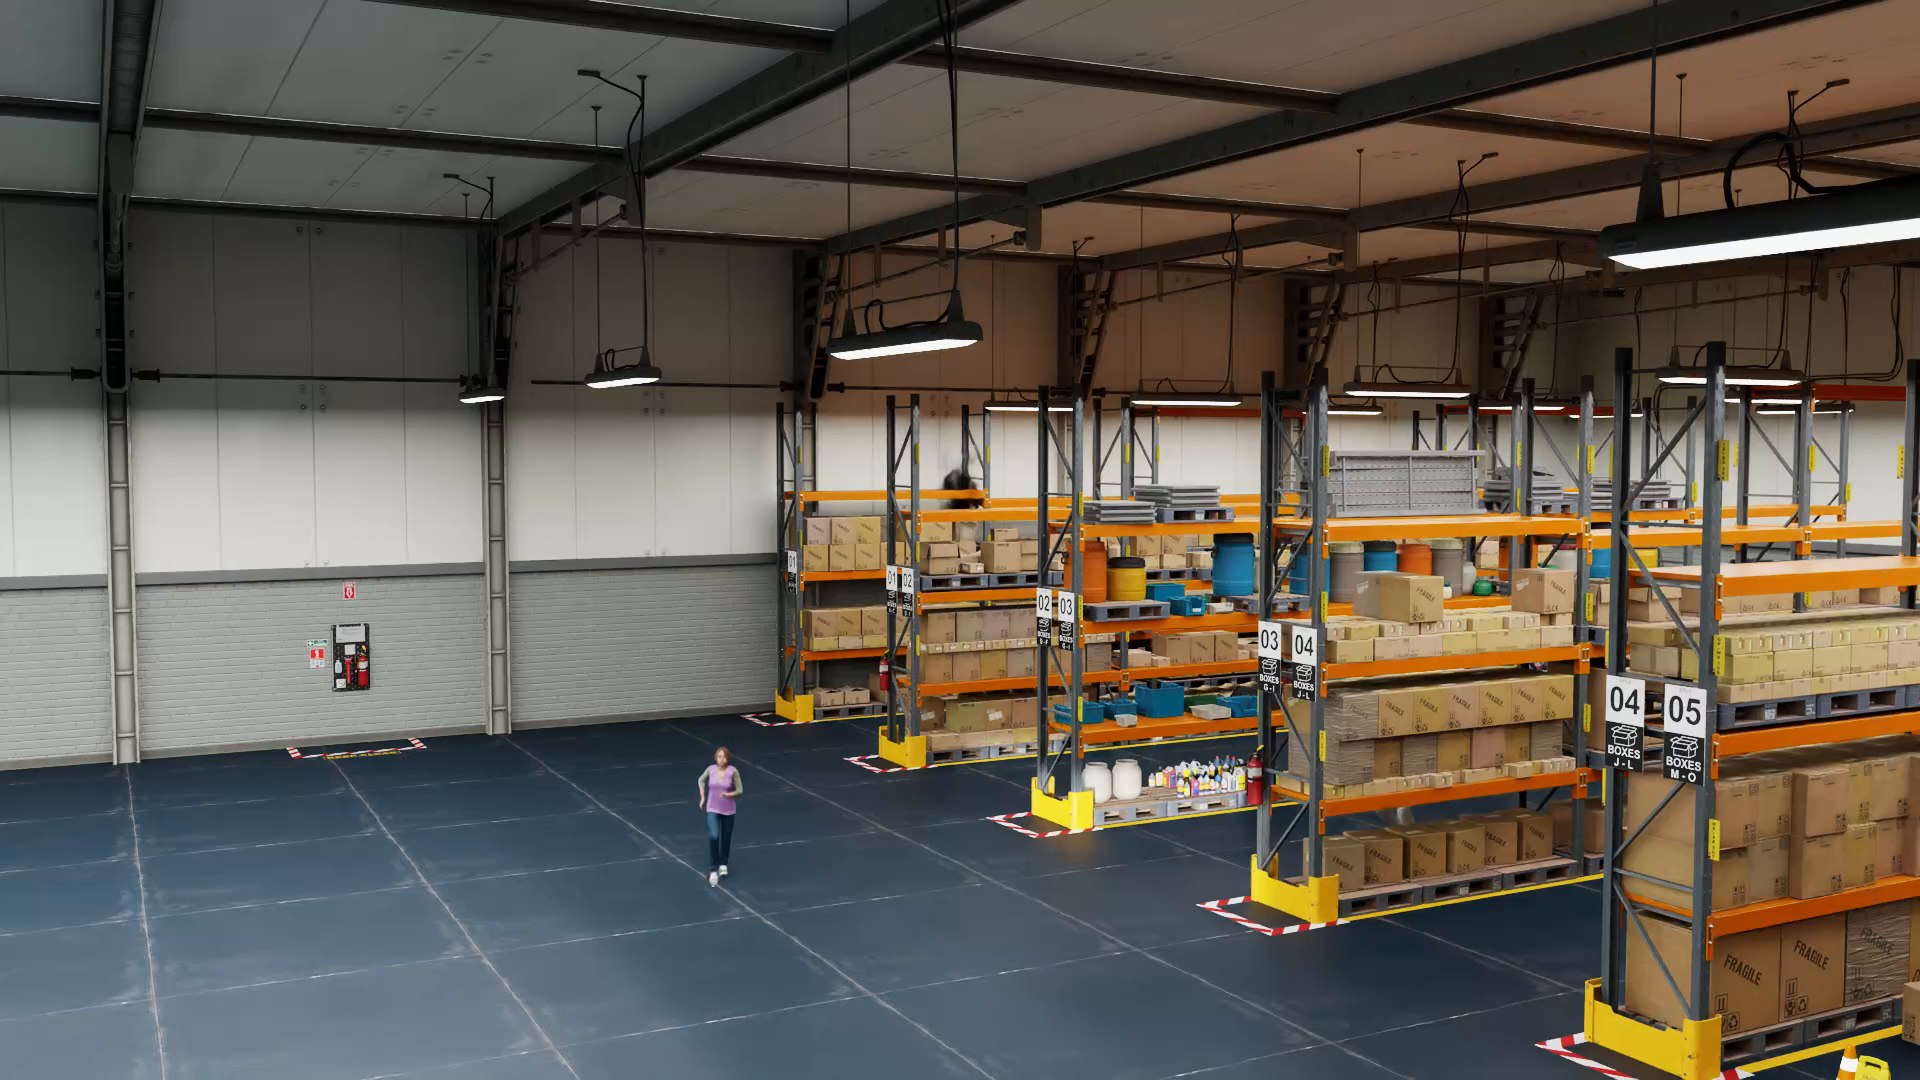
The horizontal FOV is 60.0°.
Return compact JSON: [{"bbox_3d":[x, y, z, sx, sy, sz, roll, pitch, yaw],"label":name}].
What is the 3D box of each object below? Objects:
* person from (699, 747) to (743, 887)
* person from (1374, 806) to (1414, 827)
[{"bbox_3d":[-2.827,3.248,19.666,0.515,1.622,0.663,-1,3,-9],"label":"person"},{"bbox_3d":[5.563,3.079,21.178,0.692,1.740,0.691,-2,4,-32],"label":"person"}]
